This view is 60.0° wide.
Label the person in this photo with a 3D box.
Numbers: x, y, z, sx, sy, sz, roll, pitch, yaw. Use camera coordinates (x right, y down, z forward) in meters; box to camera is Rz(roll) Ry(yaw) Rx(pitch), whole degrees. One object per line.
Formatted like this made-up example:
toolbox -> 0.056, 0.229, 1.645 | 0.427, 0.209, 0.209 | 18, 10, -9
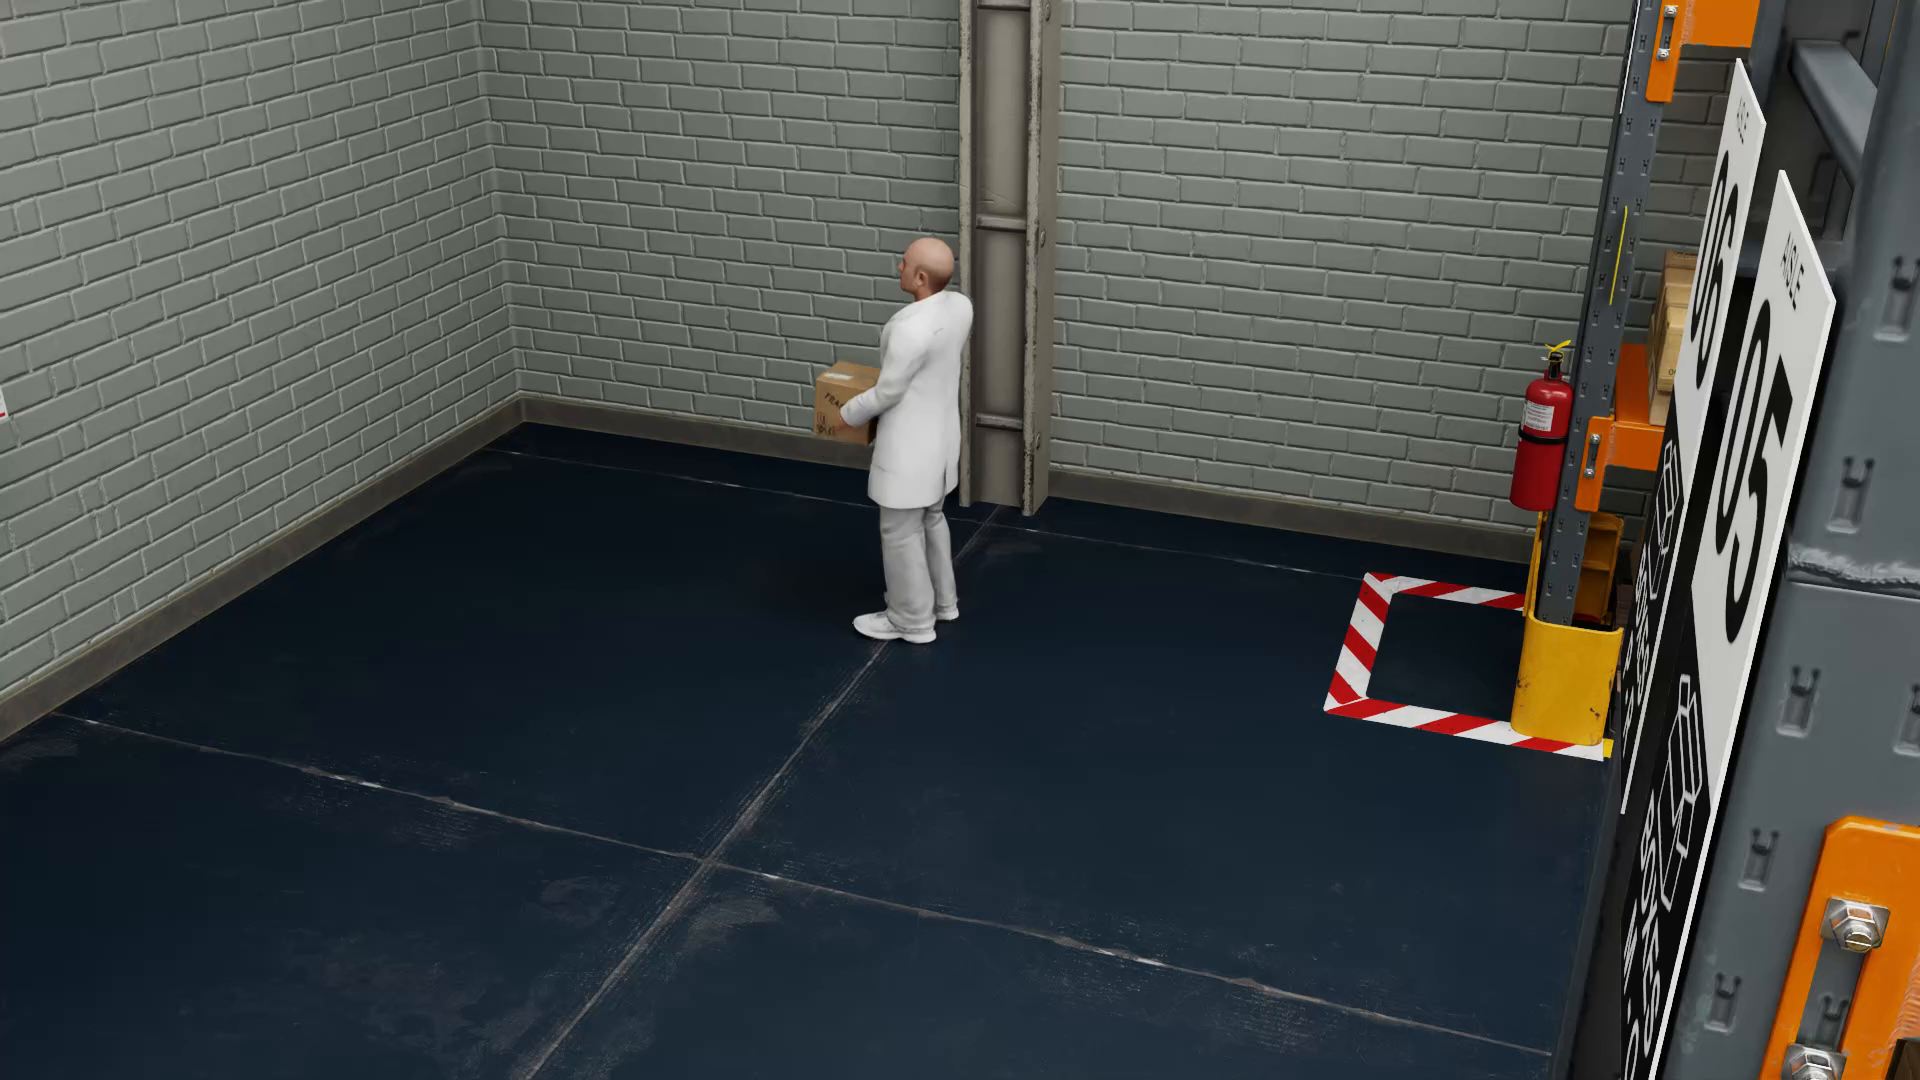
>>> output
person -> -0.261, -0.338, 7.067 | 0.553, 1.581, 0.538 | 12, 28, 24
